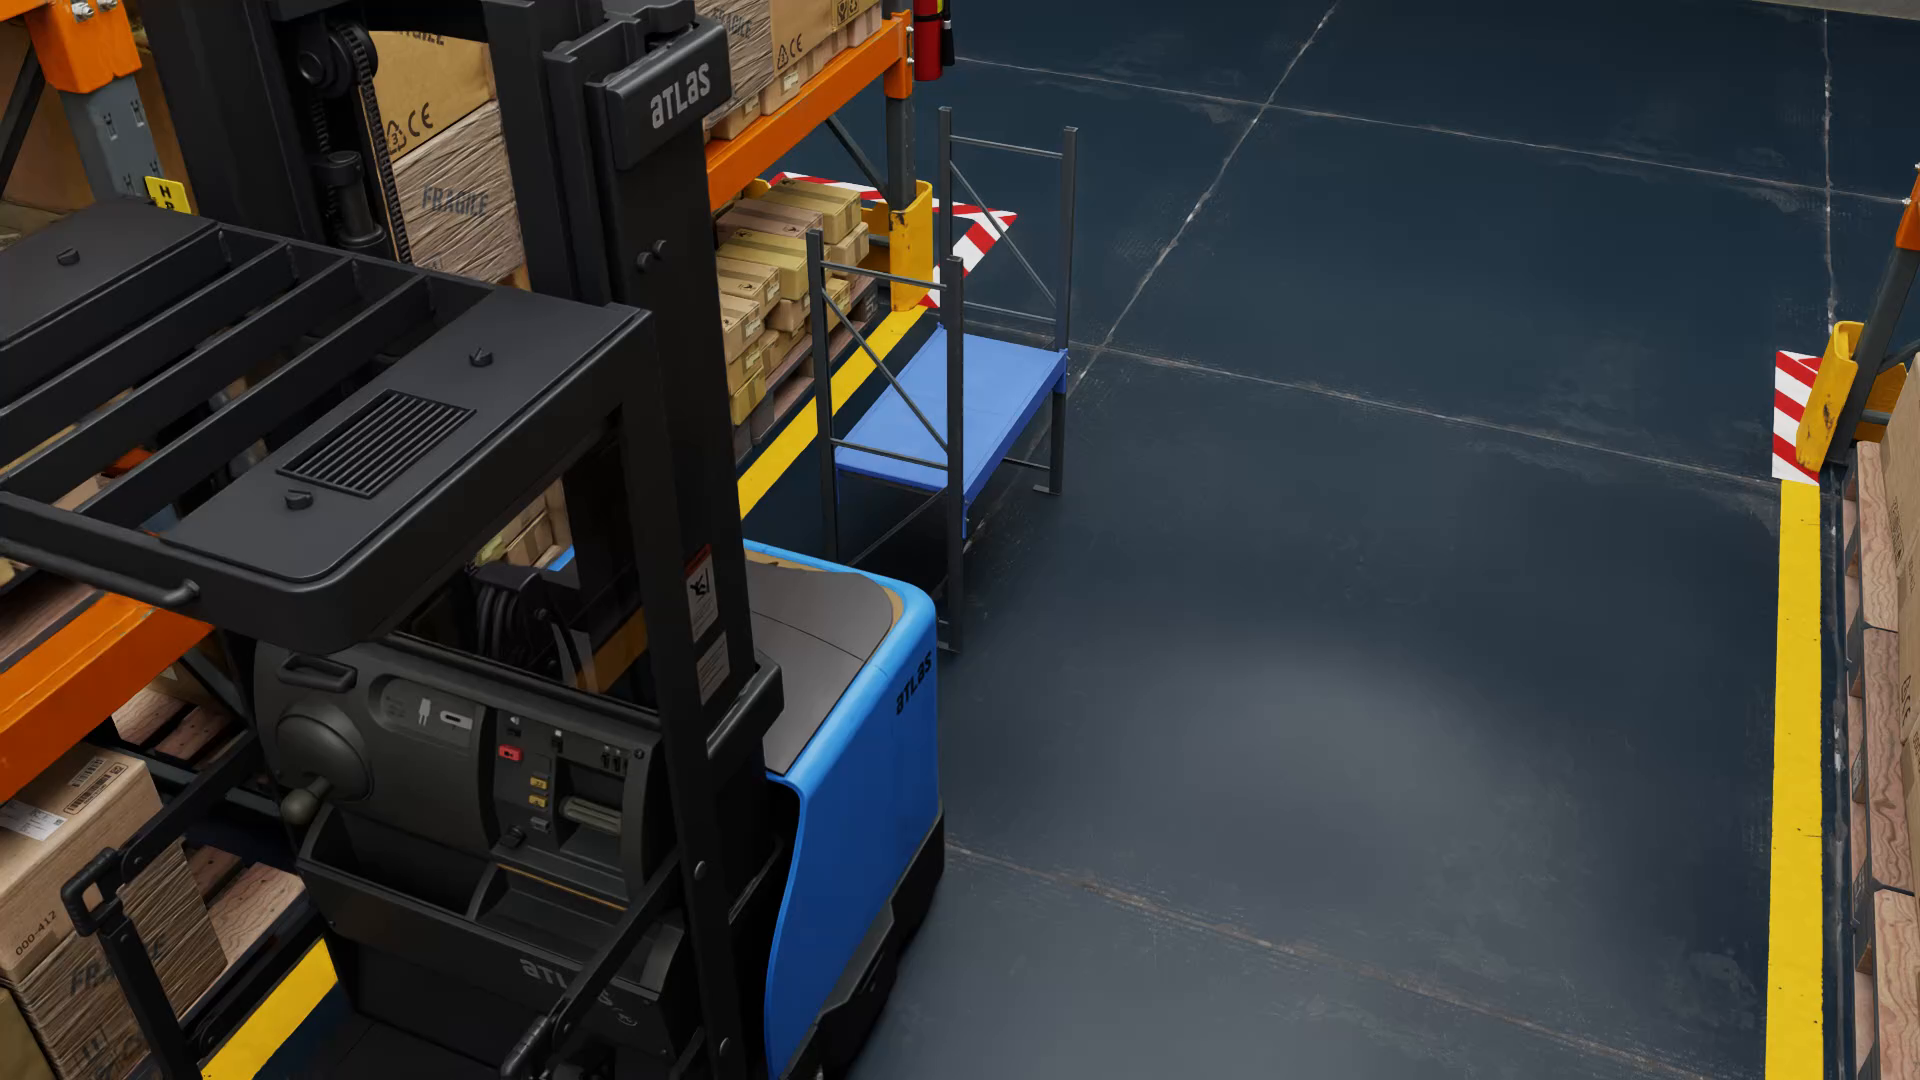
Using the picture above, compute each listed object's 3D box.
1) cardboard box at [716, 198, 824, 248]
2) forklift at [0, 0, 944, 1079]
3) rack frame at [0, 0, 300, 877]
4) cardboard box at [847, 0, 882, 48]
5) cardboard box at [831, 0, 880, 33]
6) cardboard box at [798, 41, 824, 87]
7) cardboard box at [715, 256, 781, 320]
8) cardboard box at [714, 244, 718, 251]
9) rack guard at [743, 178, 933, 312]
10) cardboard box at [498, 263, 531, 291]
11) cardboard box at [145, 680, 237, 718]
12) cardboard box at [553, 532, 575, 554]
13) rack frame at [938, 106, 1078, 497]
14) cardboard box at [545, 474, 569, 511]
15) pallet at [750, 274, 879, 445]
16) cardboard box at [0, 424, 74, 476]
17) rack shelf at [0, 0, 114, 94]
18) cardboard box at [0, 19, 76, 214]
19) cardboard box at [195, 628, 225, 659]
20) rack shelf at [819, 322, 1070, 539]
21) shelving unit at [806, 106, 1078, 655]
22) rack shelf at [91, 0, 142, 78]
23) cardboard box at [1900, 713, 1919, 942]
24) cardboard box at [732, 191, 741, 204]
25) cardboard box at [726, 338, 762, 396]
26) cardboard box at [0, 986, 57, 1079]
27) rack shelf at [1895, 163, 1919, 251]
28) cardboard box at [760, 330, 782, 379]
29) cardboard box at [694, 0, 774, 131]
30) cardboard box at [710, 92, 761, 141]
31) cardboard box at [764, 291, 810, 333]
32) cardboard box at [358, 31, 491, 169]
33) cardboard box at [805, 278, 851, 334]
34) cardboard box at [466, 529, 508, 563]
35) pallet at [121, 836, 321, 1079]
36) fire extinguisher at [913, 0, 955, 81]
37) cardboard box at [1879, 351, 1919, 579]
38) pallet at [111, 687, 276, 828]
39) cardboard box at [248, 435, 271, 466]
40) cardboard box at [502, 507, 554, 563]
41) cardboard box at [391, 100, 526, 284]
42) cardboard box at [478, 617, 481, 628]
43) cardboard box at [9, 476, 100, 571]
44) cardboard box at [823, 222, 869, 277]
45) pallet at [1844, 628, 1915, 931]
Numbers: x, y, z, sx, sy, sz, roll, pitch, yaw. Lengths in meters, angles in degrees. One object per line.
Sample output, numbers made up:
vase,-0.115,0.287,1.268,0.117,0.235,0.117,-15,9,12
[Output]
cardboard box,-0.799,-1.297,7.013,0.380,0.149,0.250,15,39,19
forklift,-1.092,0.509,3.121,1.130,2.935,3.031,14,39,18
rack frame,-2.205,-0.295,4.139,1.000,3.000,0.127,14,39,18
cardboard box,-0.546,-2.164,6.849,0.380,0.149,0.250,14,39,18
cardboard box,-0.616,-2.361,6.571,0.500,0.500,0.500,15,39,19
cardboard box,-0.757,-1.892,6.486,0.380,0.149,0.250,13,39,17
cardboard box,-0.937,-0.996,6.610,0.380,0.149,0.250,12,39,16
cardboard box,-1.277,-1.284,7.245,0.380,0.149,0.250,14,39,18
rack guard,-0.712,-1.466,7.794,1.175,0.500,0.348,14,39,18
cardboard box,-1.447,-0.870,5.118,0.380,0.149,0.250,15,39,19
cardboard box,-2.371,0.384,5.261,0.380,0.149,0.250,14,39,18
cardboard box,-1.502,-0.055,5.848,0.380,0.149,0.250,12,38,16
rack frame,0.161,-0.835,6.114,0.500,1.500,0.032,14,39,18
cardboard box,-1.422,-0.265,5.632,0.380,0.149,0.250,15,39,19
pallet,-1.054,-0.908,7.289,1.003,0.211,1.213,14,39,18
cardboard box,-2.174,-0.216,3.644,0.380,0.149,0.250,15,39,19
rack shelf,-2.966,-0.101,1.974,1.077,0.370,4.000,14,39,18
cardboard box,-2.277,-1.176,4.151,0.500,0.500,0.500,13,39,16
cardboard box,-2.311,0.185,5.031,0.380,0.149,0.250,15,39,19
rack shelf,-0.032,-0.409,5.845,0.538,0.185,1.000,14,39,18
shelving unit,-0.032,-0.554,5.738,0.538,1.500,1.048,14,39,18
rack shelf,-1.444,-2.315,4.937,1.077,0.370,4.000,14,39,18
cardboard box,3.089,0.816,4.442,0.875,0.438,0.875,13,39,16
cardboard box,-1.197,-1.561,7.367,0.380,0.149,0.250,12,38,16
cardboard box,-1.002,-0.720,6.489,0.380,0.149,0.250,14,39,18
cardboard box,-2.450,1.290,3.756,0.500,0.500,0.500,13,39,17
rack shelf,3.172,-0.042,4.402,1.077,0.370,4.000,14,39,18
cardboard box,-0.957,-0.765,6.798,0.380,0.149,0.250,14,39,18
cardboard box,-1.001,-1.794,5.813,0.500,0.500,0.500,14,39,18
cardboard box,-0.960,-1.606,6.104,0.380,0.149,0.250,12,38,16
cardboard box,-0.816,-1.009,6.877,0.380,0.149,0.250,12,38,16
cardboard box,-1.625,-1.339,4.369,0.500,0.500,0.500,13,39,16
cardboard box,-0.695,-1.031,7.155,0.380,0.149,0.250,15,39,19
cardboard box,-1.672,0.007,5.269,0.380,0.149,0.250,13,39,17
pallet,-2.500,1.254,4.396,1.003,0.211,1.213,14,39,18
fire extinguisher,-0.161,-2.363,7.282,0.296,0.674,0.183,14,39,18
cardboard box,3.774,-0.191,5.790,0.875,0.438,0.875,13,39,16
pallet,-1.983,0.442,5.482,1.003,0.211,1.213,14,39,18
cardboard box,-1.795,-0.276,4.324,0.380,0.149,0.250,15,39,19
cardboard box,-1.594,-0.020,5.554,0.380,0.149,0.250,12,38,15
cardboard box,-1.602,-0.946,4.678,0.500,0.500,0.500,14,39,18
cardboard box,-1.622,0.254,5.435,0.380,0.149,0.250,14,39,18
cardboard box,-2.173,-0.097,3.734,0.380,0.149,0.250,13,39,17
cardboard box,-0.620,-1.297,7.262,0.380,0.149,0.250,13,39,17
pallet,3.235,0.813,4.986,1.003,0.211,1.213,14,39,18
